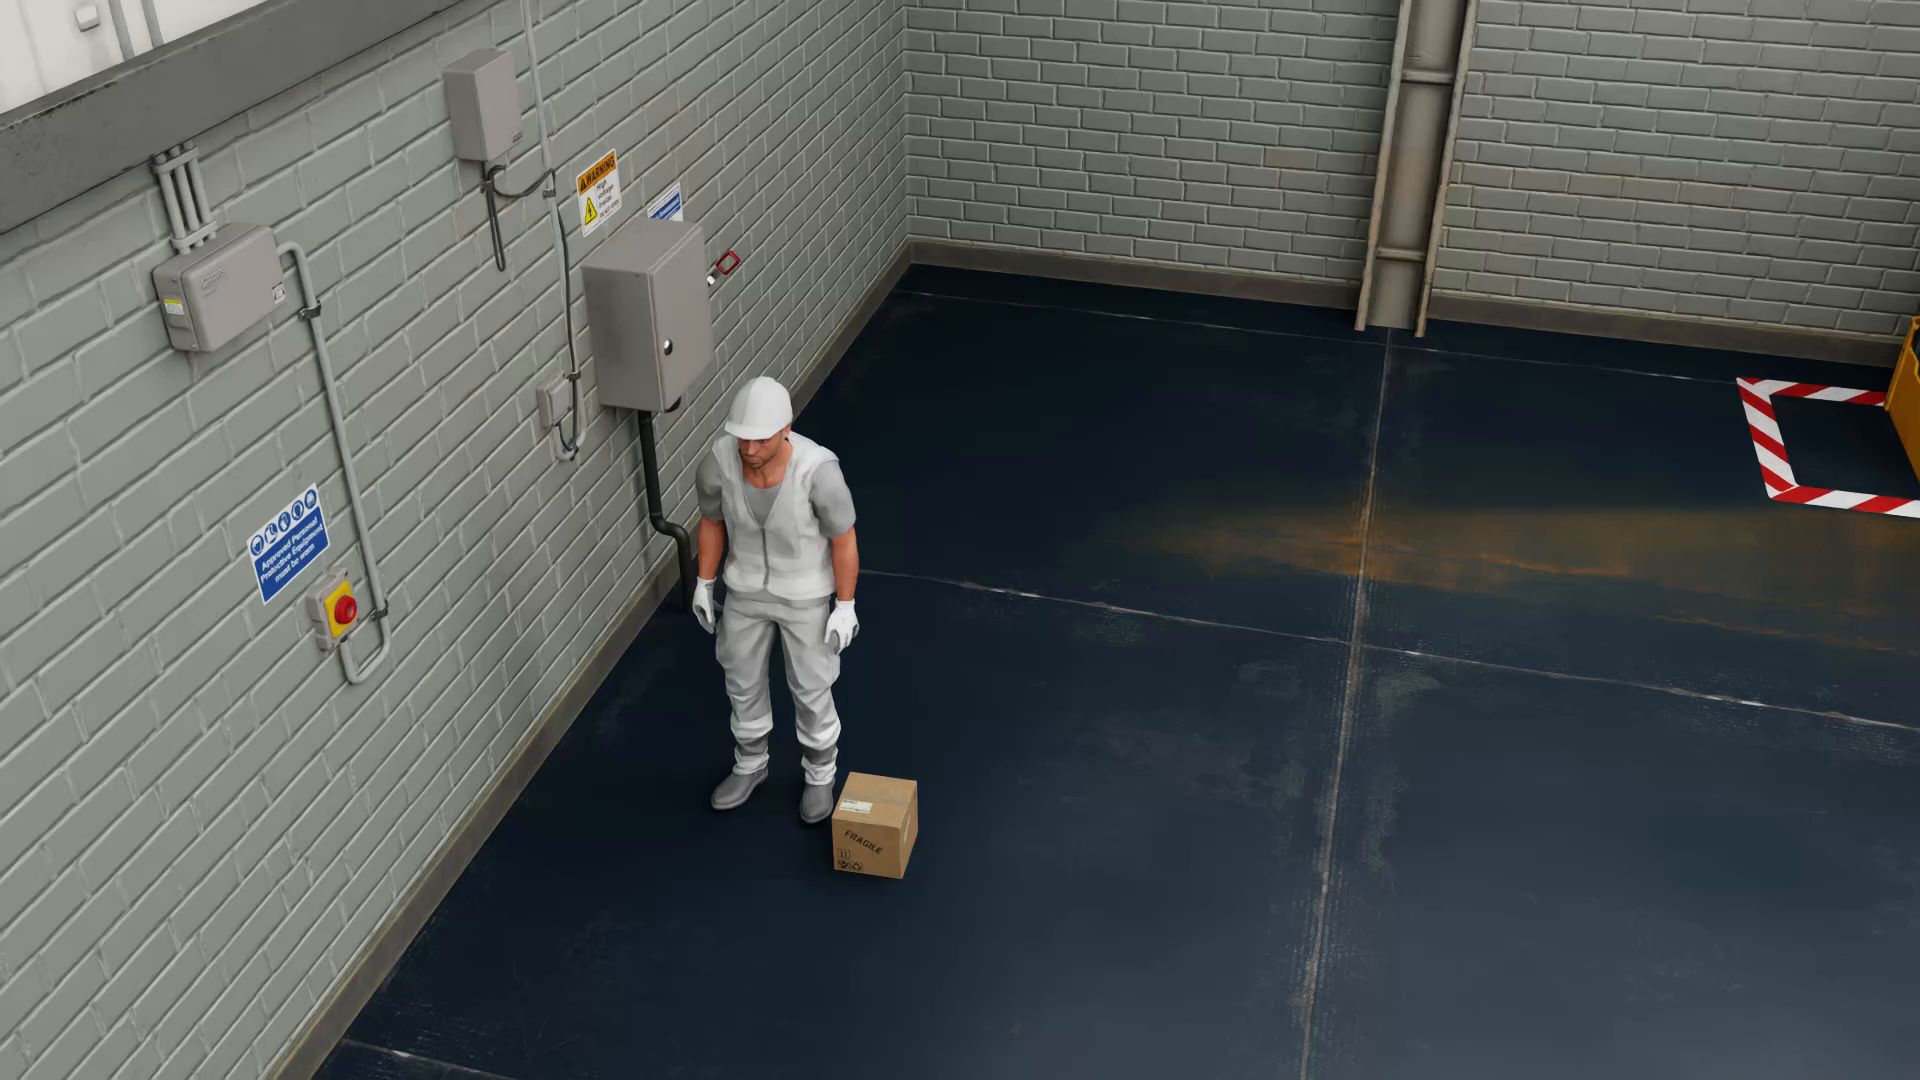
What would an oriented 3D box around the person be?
[{"bbox_3d":[-0.643,0.212,5.792,0.607,1.779,0.452,8,33,12],"label":"person"}]
